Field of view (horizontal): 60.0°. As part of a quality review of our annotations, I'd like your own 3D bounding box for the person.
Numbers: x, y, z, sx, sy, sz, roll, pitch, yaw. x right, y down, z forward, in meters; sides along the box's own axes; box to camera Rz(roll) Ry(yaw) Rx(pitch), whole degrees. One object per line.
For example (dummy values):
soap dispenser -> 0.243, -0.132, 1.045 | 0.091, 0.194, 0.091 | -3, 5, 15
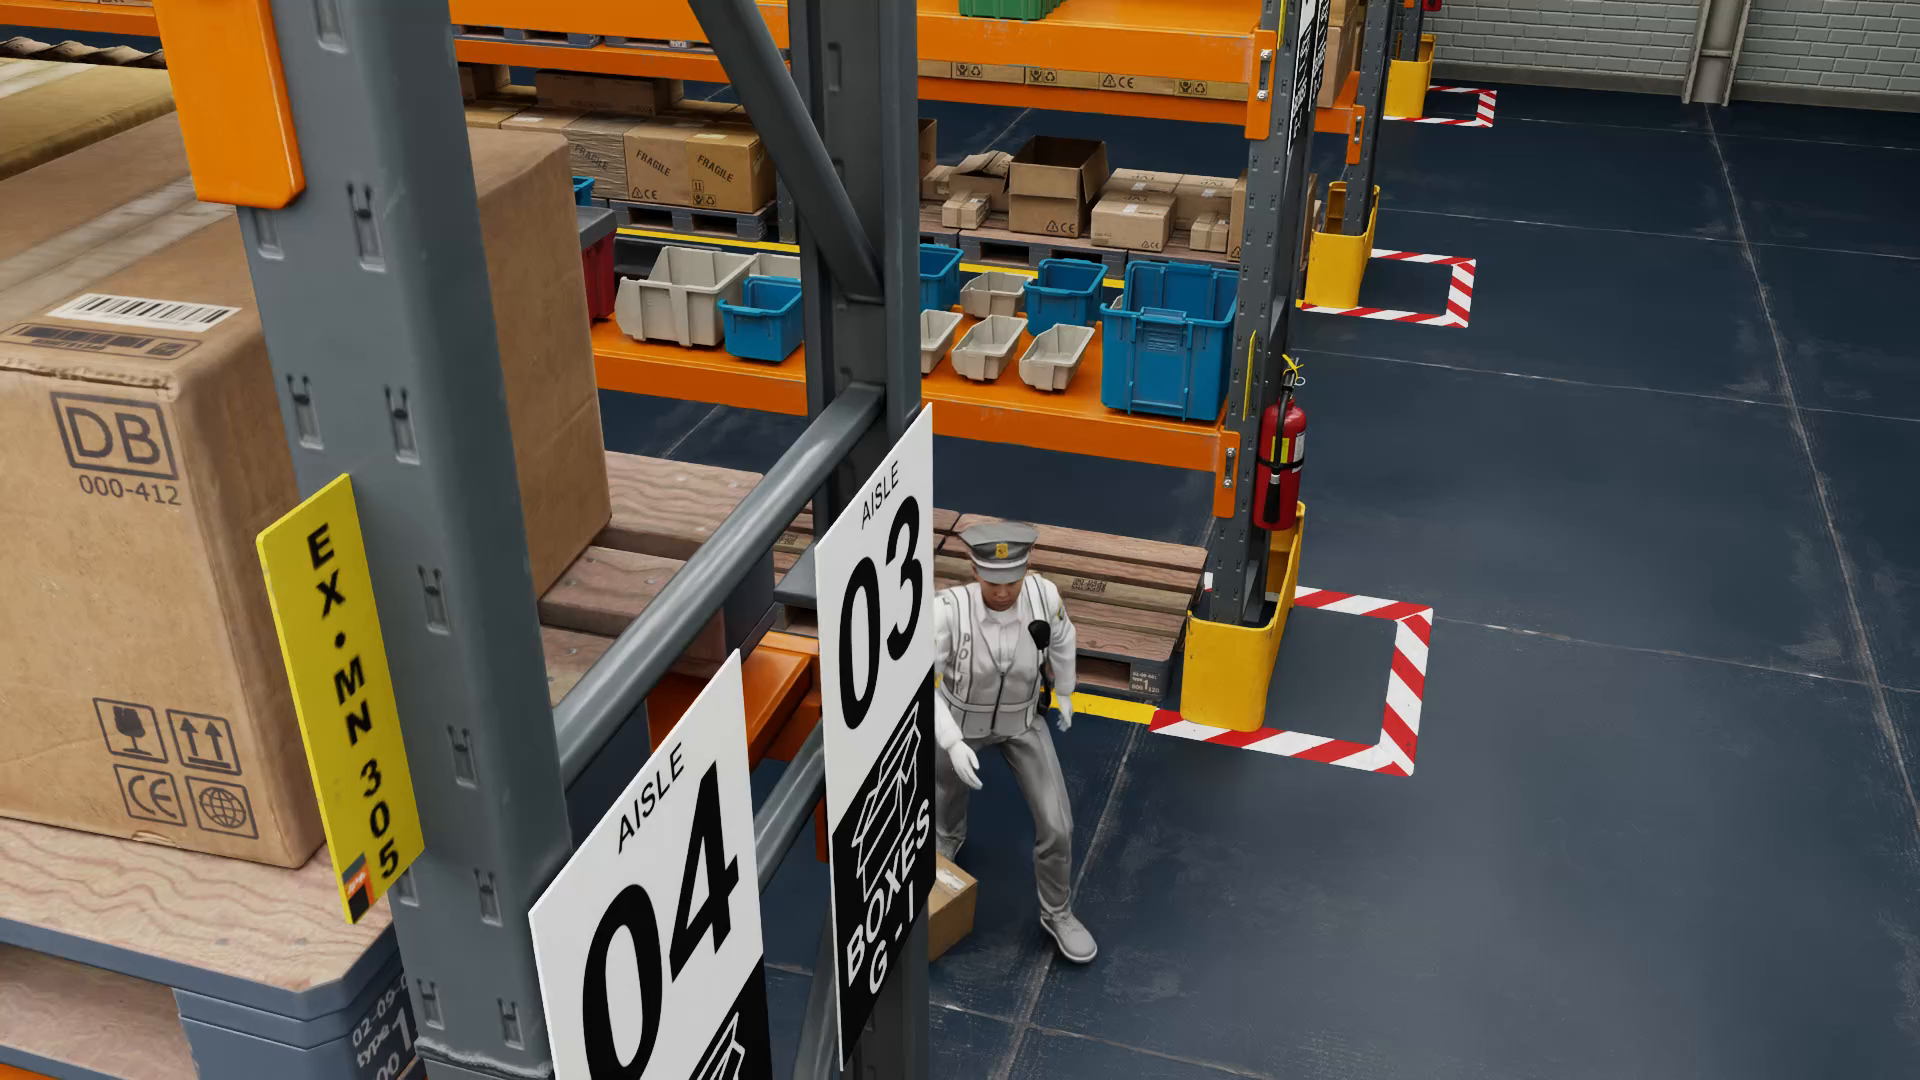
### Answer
person -> 0.121, 0.603, 5.572 | 0.631, 1.618, 0.769 | -3, 30, -5
